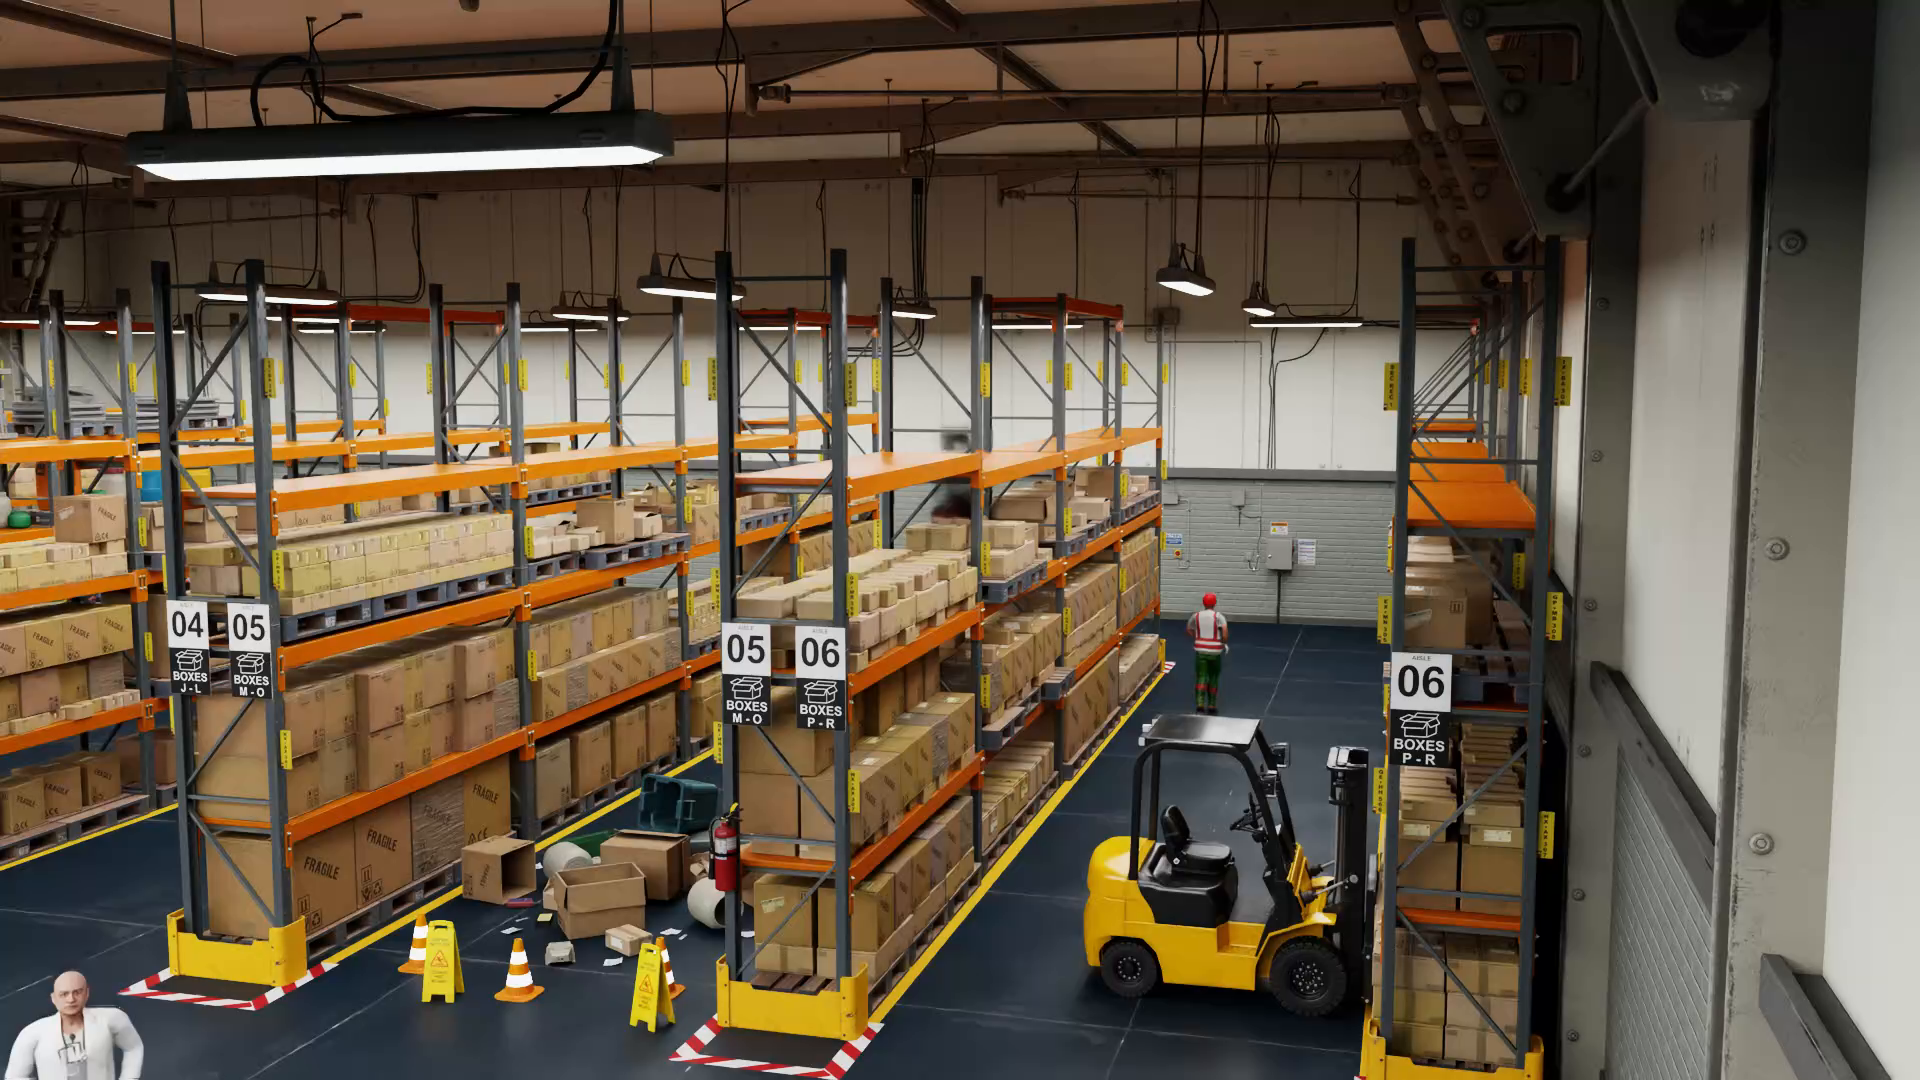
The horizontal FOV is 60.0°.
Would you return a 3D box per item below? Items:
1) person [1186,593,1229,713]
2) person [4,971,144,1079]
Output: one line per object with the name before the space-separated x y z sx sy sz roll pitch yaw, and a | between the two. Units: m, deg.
person | 3.649 1.678 24.536 0.651 1.808 0.849 2 6 15
person | -5.037 3.313 9.498 0.711 1.735 0.637 -3 7 -28
